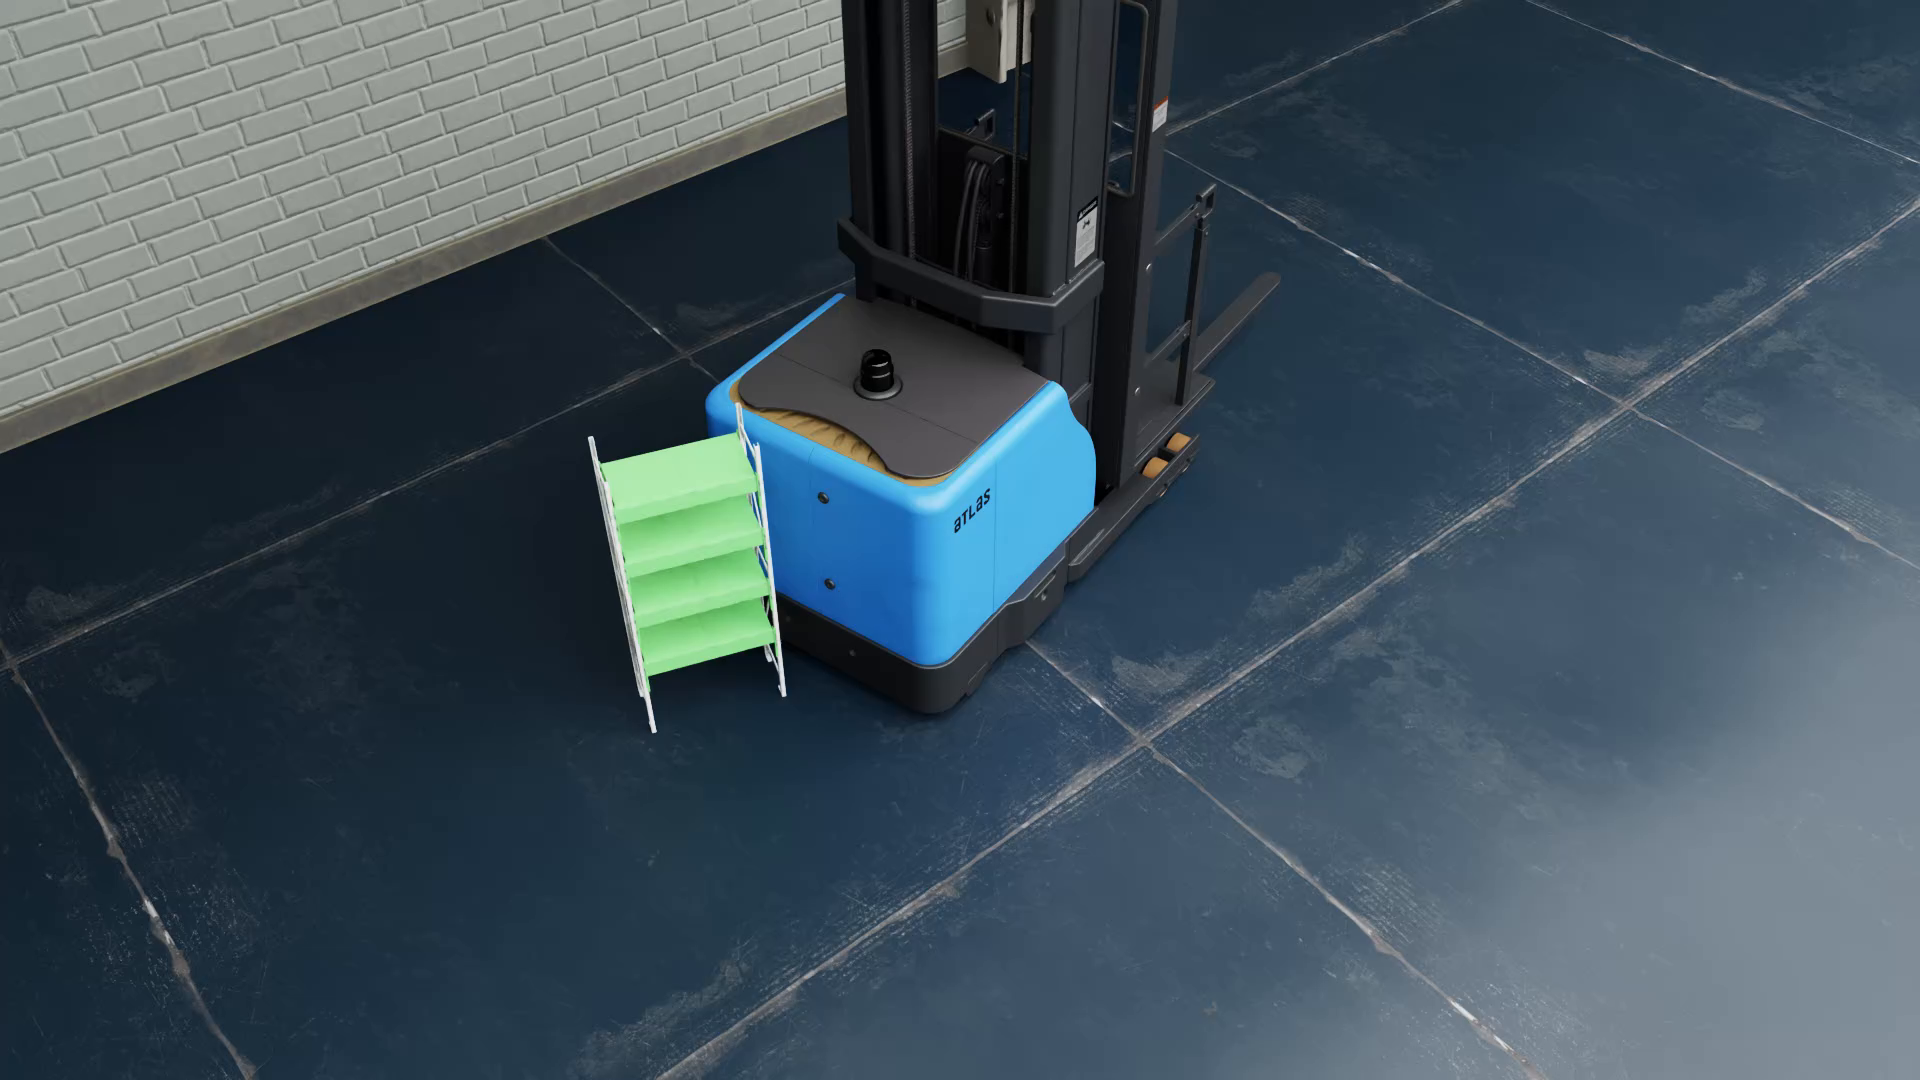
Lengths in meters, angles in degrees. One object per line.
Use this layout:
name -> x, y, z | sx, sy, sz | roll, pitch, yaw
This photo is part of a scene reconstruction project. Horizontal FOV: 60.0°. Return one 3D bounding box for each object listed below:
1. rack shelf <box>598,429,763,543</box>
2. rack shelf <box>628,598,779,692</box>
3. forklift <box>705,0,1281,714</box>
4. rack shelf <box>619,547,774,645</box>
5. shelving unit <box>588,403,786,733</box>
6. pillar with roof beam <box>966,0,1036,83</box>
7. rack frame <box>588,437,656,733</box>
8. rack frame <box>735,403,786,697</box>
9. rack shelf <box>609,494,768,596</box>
rack shelf -> -0.919, -0.181, 5.458 | 0.480, 0.148, 0.258 | -15, 45, -15
rack shelf -> -0.919, 0.344, 5.951 | 0.480, 0.148, 0.258 | -15, 45, -15
forklift -> 0.356, -1.418, 6.119 | 1.130, 2.935, 3.031 | 25, 49, 25
rack shelf -> -0.919, 0.169, 5.787 | 0.480, 0.148, 0.258 | -15, 45, -15
shelving unit -> -0.919, 0.123, 5.743 | 0.503, 1.200, 0.258 | -15, 45, -15
pillar with roof beam -> 3.044, -3.808, 4.231 | 0.400, 9.000, 9.100 | -30, 51, -28
rack frame -> -1.147, 0.182, 5.679 | 0.015, 1.200, 0.240 | -15, 45, -15
rack frame -> -0.691, 0.063, 5.806 | 0.015, 1.200, 0.240 | -15, 45, -15
rack shelf -> -0.919, -0.006, 5.622 | 0.480, 0.148, 0.258 | -15, 45, -15
